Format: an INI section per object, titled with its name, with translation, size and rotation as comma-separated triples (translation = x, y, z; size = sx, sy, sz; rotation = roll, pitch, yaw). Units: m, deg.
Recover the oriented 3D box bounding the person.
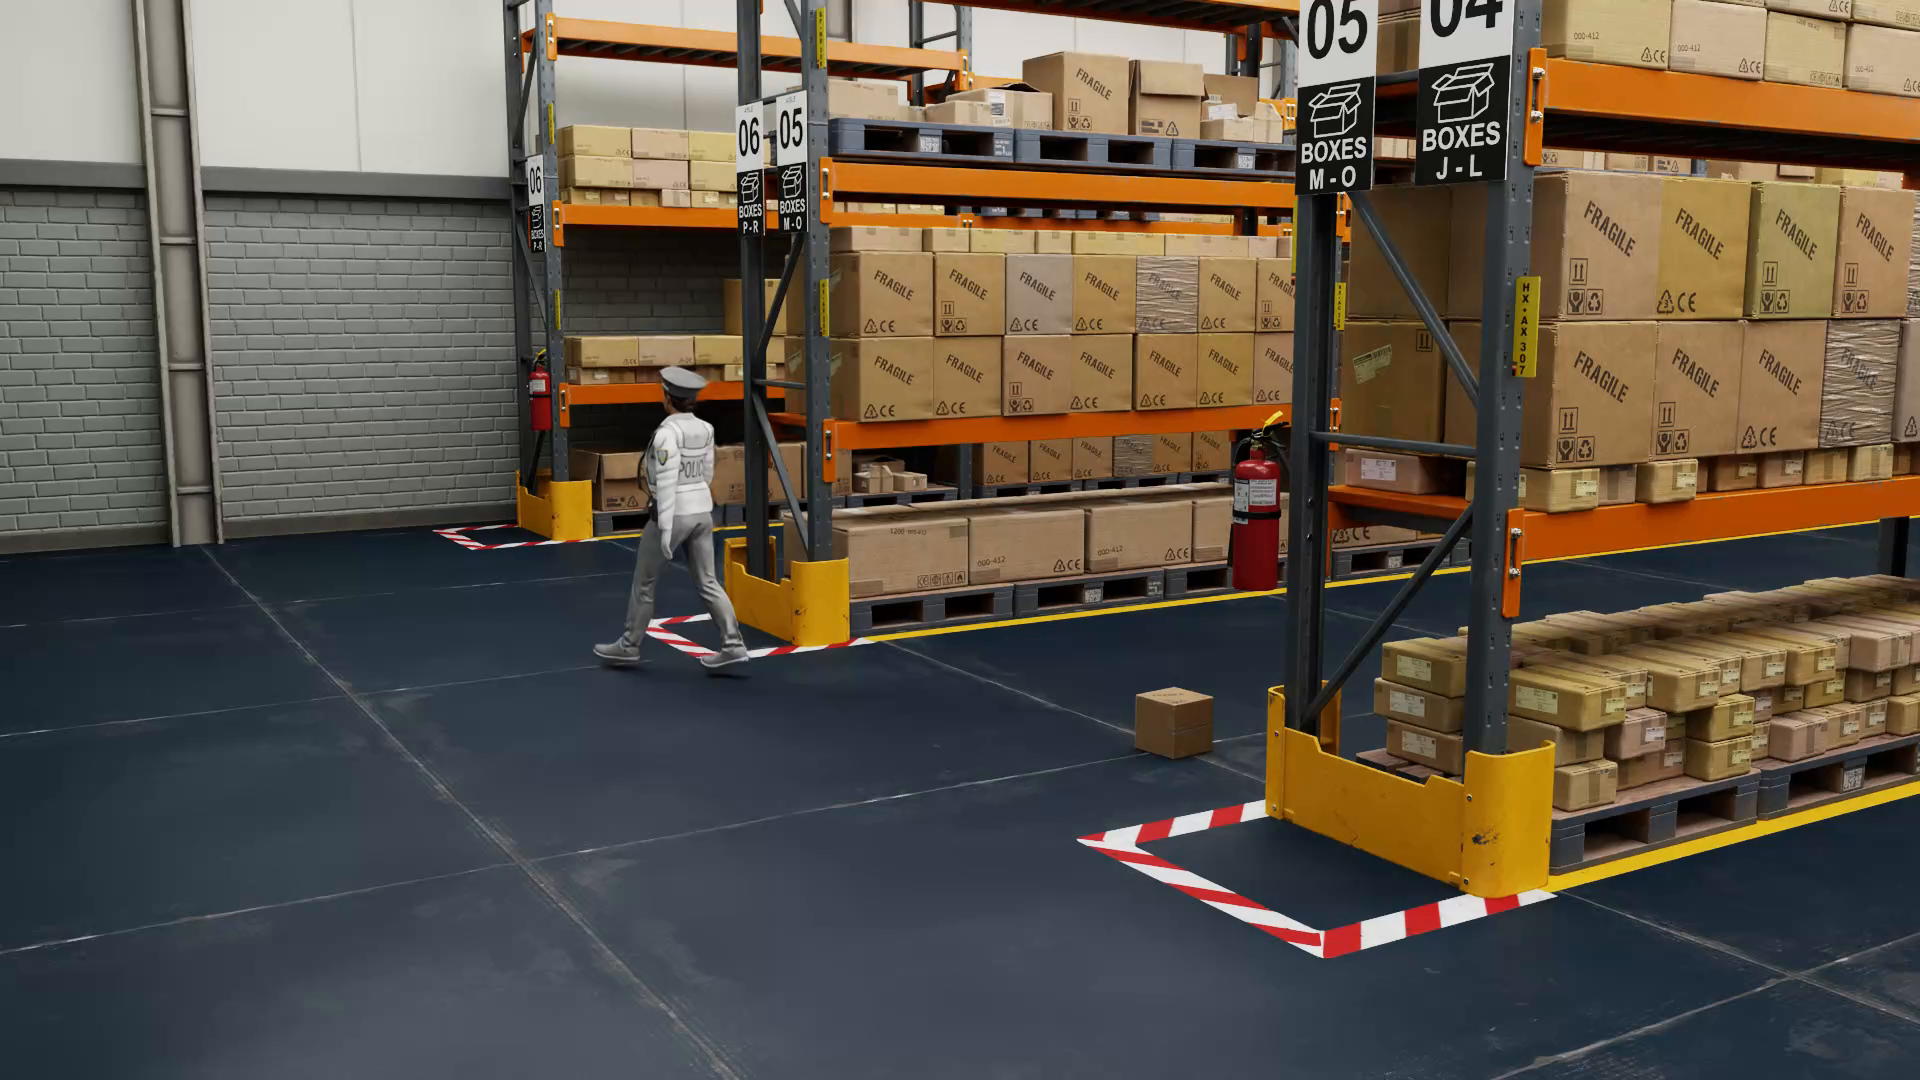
[person]
translation = -1.564, -0.131, 9.076
size = 0.967, 1.631, 0.527
rotation = 5, 10, 33
